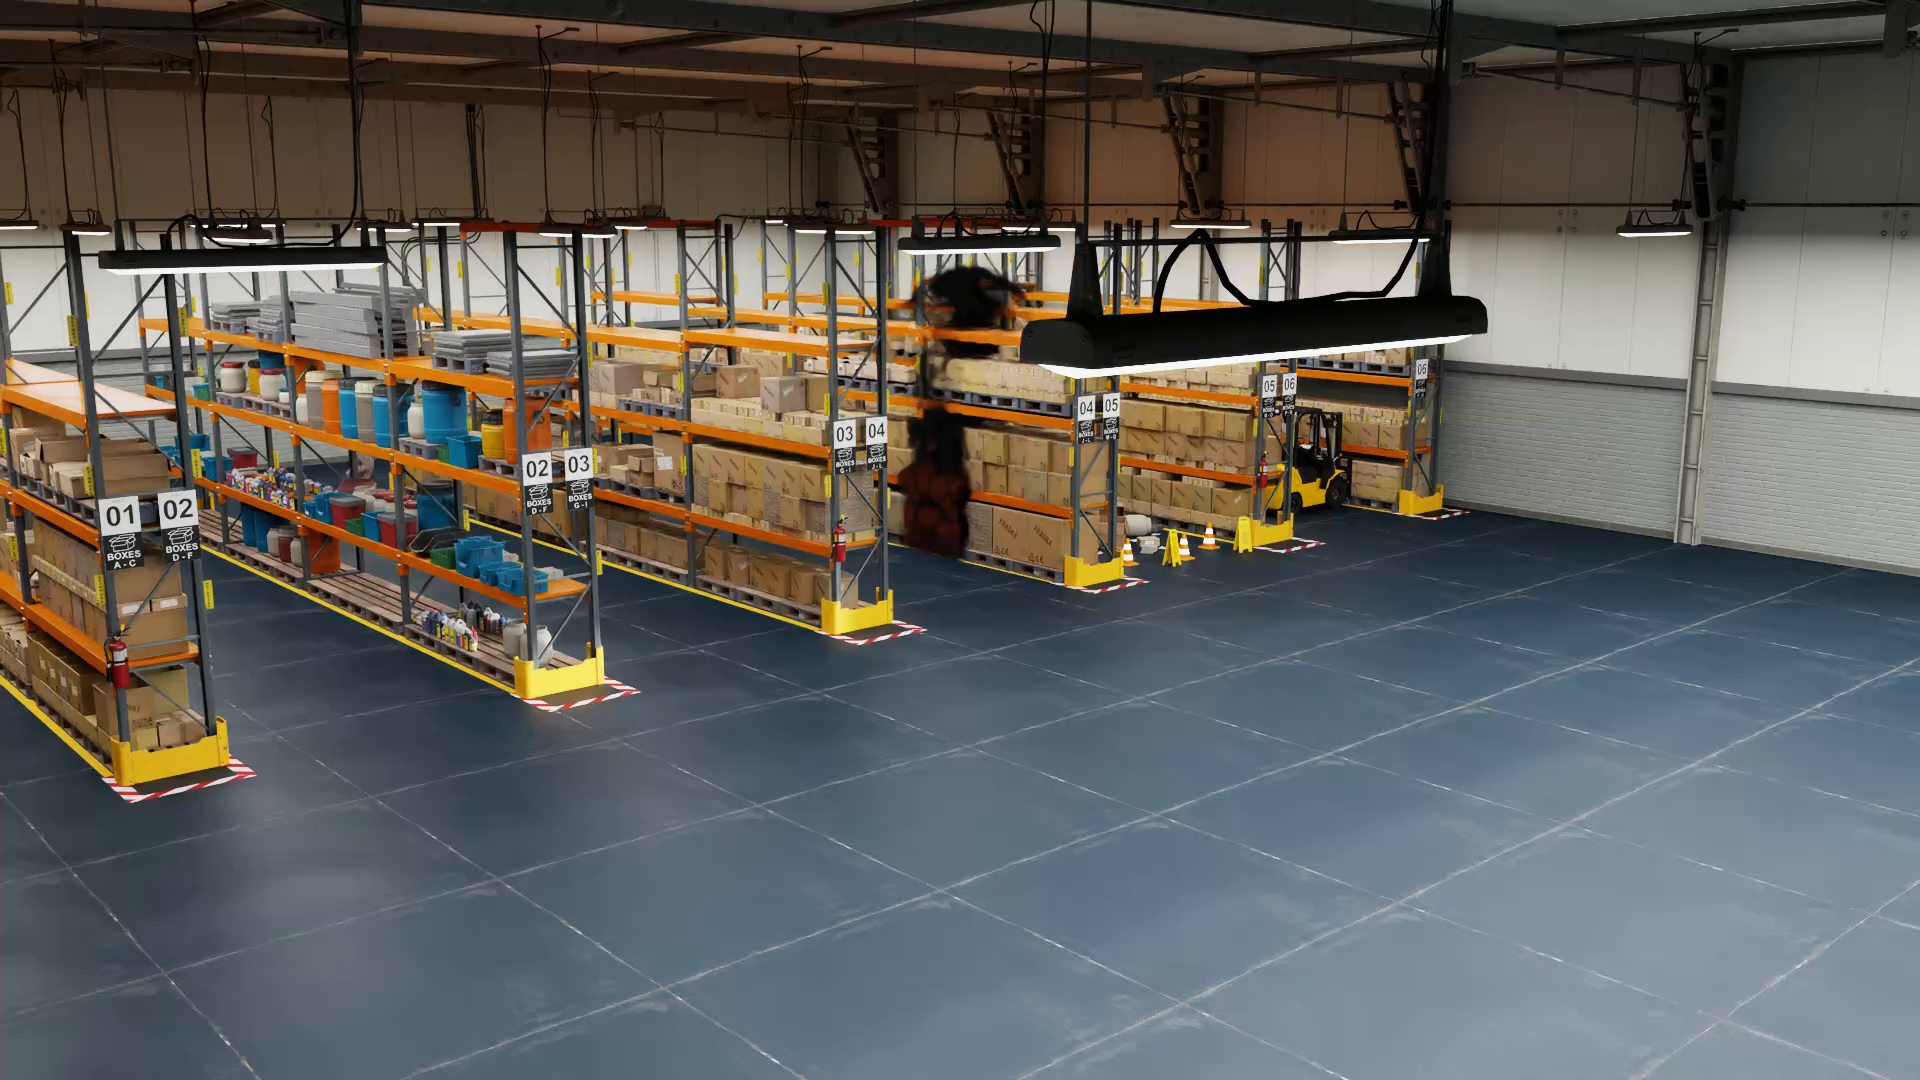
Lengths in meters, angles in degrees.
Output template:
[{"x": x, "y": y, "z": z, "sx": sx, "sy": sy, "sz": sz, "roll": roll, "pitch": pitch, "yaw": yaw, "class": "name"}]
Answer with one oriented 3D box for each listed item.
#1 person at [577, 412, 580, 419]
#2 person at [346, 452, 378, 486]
[{"x": -8.505, "y": -2.045, "z": 37.538, "sx": 0.682, "sy": 1.767, "sz": 0.726, "roll": -8, "pitch": 14, "yaw": -33, "class": "person"}, {"x": -13.605, "y": -2.047, "z": 37.738, "sx": 0.678, "sy": 1.684, "sz": 0.664, "roll": -4, "pitch": 12, "yaw": -20, "class": "person"}]
